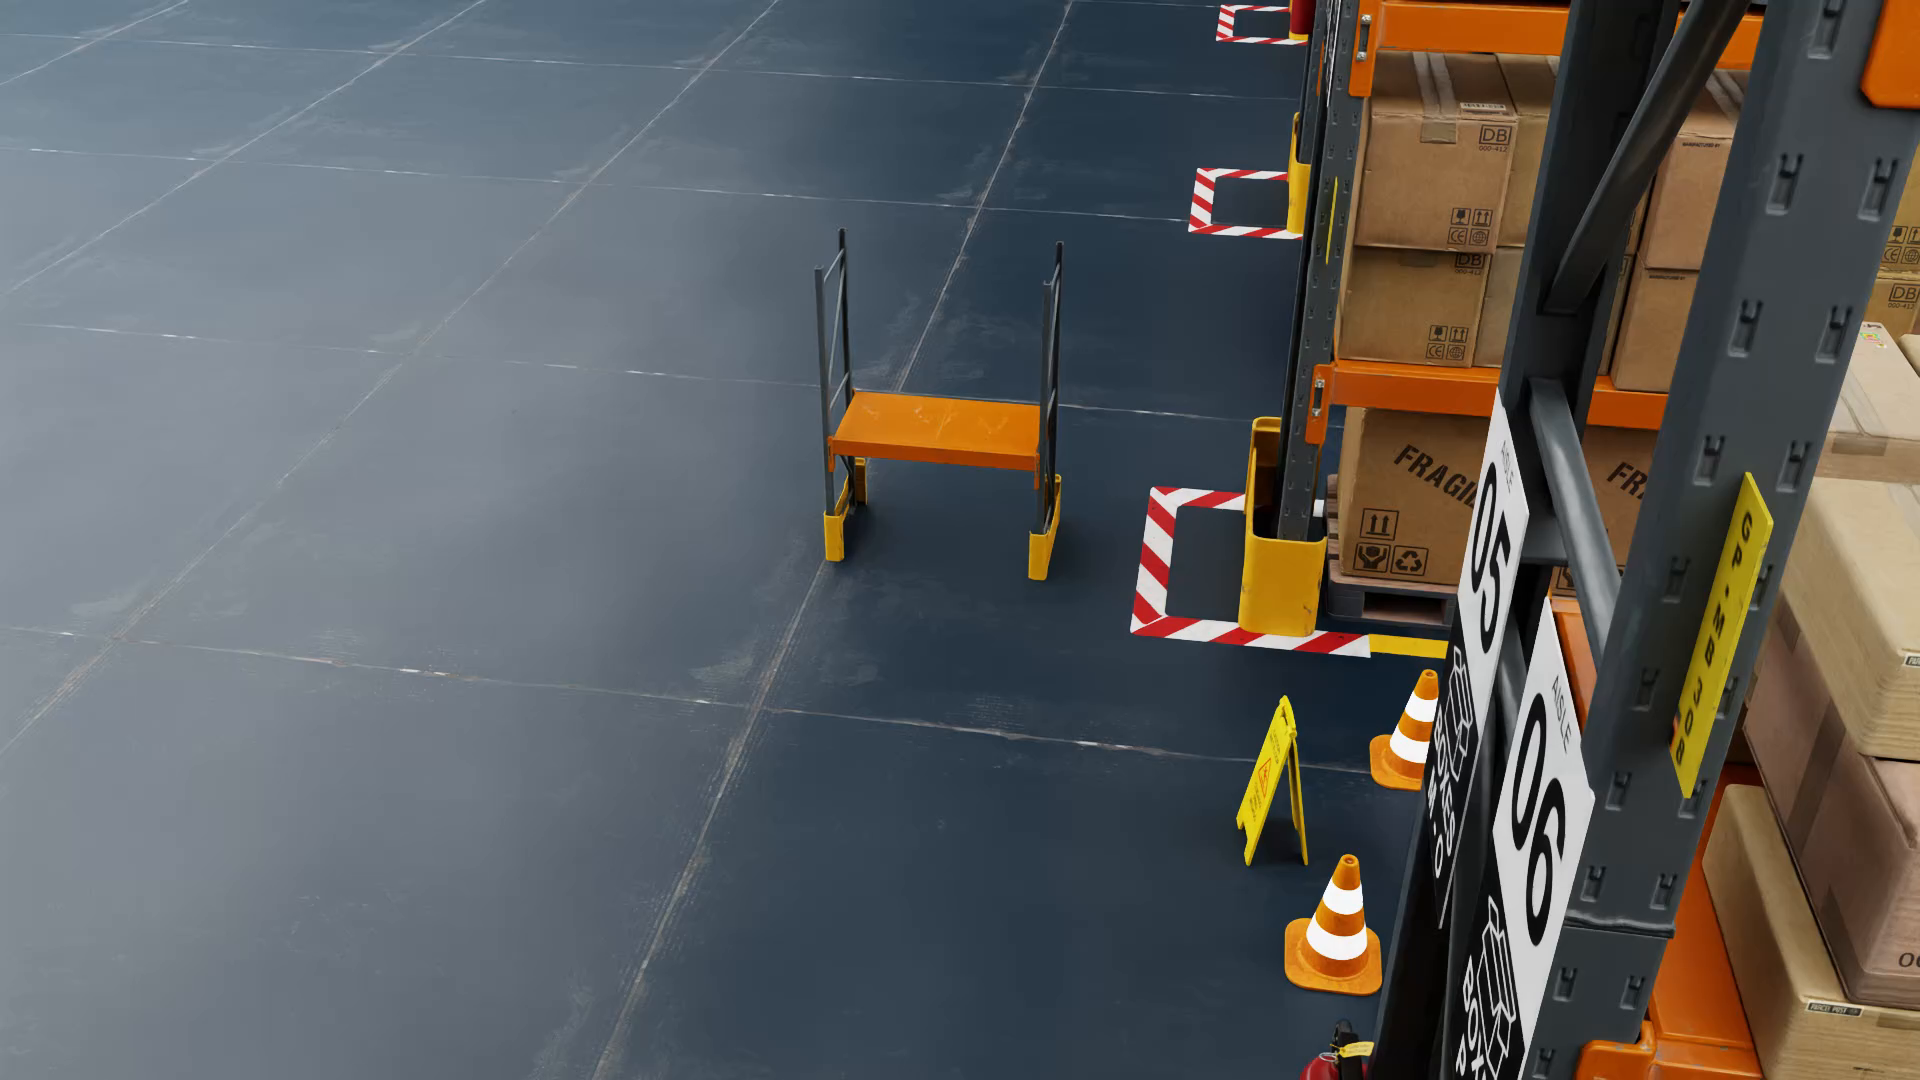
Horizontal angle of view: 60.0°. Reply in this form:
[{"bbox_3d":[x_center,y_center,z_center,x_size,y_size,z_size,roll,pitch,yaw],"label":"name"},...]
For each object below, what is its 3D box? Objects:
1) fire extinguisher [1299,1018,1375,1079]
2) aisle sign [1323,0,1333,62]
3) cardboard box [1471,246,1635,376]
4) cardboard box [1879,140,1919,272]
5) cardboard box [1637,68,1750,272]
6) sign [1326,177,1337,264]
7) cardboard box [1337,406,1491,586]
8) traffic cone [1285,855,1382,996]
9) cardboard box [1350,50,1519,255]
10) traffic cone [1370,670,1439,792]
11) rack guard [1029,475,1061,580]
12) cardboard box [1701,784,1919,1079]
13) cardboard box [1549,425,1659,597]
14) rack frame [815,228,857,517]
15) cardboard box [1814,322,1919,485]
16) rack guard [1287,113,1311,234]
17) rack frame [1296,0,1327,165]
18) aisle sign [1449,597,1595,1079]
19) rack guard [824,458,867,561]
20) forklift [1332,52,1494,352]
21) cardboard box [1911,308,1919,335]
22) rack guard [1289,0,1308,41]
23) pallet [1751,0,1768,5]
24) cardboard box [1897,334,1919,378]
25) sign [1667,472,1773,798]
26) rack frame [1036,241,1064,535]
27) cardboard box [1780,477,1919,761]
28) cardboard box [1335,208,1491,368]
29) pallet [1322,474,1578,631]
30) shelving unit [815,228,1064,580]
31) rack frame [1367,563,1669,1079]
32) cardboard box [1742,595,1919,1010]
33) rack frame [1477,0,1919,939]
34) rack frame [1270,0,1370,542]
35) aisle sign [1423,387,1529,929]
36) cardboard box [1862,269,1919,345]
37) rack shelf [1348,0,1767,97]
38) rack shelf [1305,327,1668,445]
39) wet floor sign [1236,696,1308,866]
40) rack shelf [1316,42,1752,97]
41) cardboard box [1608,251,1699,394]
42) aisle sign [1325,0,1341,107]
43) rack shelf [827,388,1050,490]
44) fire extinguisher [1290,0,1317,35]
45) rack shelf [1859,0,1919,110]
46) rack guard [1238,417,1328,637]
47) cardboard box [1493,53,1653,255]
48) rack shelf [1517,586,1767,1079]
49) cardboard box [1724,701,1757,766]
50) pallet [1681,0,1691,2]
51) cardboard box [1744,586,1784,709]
[{"bbox_3d":[0.791,1.236,3.521,0.183,0.674,0.296,5,32,8],"label":"fire extinguisher"},{"bbox_3d":[1.540,-2.409,6.821,0.004,0.787,0.394,5,32,8],"label":"aisle sign"},{"bbox_3d":[2.479,-1.160,7.134,0.550,0.550,0.875,5,32,8],"label":"cardboard box"},{"bbox_3d":[3.550,-1.510,6.676,0.500,0.550,0.875,5,32,8],"label":"cardboard box"},{"bbox_3d":[3.006,-1.489,6.643,0.550,0.550,0.875,5,32,8],"label":"cardboard box"},{"bbox_3d":[1.460,-1.254,6.536,0.005,0.325,0.100,5,32,8],"label":"sign"},{"bbox_3d":[2.239,-0.395,7.660,0.875,0.875,0.875,5,32,8],"label":"cardboard box"},{"bbox_3d":[1.319,1.283,5.765,0.334,0.463,0.336,5,32,8],"label":"traffic cone"},{"bbox_3d":[1.919,-1.611,6.838,0.550,0.550,0.875,5,32,8],"label":"cardboard box"},{"bbox_3d":[1.844,0.722,6.660,0.334,0.463,0.336,5,32,8],"label":"traffic cone"},{"bbox_3d":[0.416,-0.068,8.124,0.087,0.250,0.587,5,32,8],"label":"rack guard"},{"bbox_3d":[1.099,0.489,2.051,0.250,0.149,0.380,5,32,8],"label":"cardboard box"},{"bbox_3d":[3.107,-0.317,7.537,0.875,0.875,0.875,5,32,7],"label":"cardboard box"},{"bbox_3d":[-0.585,-0.689,7.937,0.032,1.500,0.500,5,32,8],"label":"rack frame"},{"bbox_3d":[1.210,-0.173,2.357,0.250,0.149,0.380,5,32,9],"label":"cardboard box"},{"bbox_3d":[2.569,-2.662,12.032,0.348,0.500,1.175,5,32,8],"label":"rack guard"},{"bbox_3d":[2.494,-3.728,11.379,0.127,3.000,1.000,5,32,8],"label":"rack frame"},{"bbox_3d":[0.713,0.509,2.159,0.004,0.787,0.394,5,32,8],"label":"aisle sign"},{"bbox_3d":[-0.566,-0.157,8.266,0.087,0.250,0.587,5,32,8],"label":"rack guard"},{"bbox_3d":[3.721,-2.467,9.429,3.031,2.935,1.130,-11,34,-16],"label":"forklift"},{"bbox_3d":[4.079,-1.024,6.917,0.550,0.550,0.875,5,32,8],"label":"cardboard box"},{"bbox_3d":[3.410,-5.277,16.210,0.348,0.500,1.175,5,32,8],"label":"rack guard"},{"bbox_3d":[3.499,-2.209,6.208,1.213,0.211,1.003,5,32,8],"label":"pallet"},{"bbox_3d":[1.457,-0.130,2.288,0.250,0.149,0.380,6,32,9],"label":"cardboard box"},{"bbox_3d":[0.735,0.096,1.618,0.005,0.325,0.100,5,32,8],"label":"sign"},{"bbox_3d":[0.417,-0.598,7.792,0.032,1.500,0.500,5,32,8],"label":"rack frame"},{"bbox_3d":[1.143,0.090,1.937,0.250,0.149,0.380,5,32,8],"label":"cardboard box"},{"bbox_3d":[1.933,-1.198,7.195,0.550,0.550,0.875,5,32,8],"label":"cardboard box"},{"bbox_3d":[2.361,0.069,7.941,1.213,0.211,1.003,5,32,8],"label":"pallet"},{"bbox_3d":[-0.075,-0.643,7.863,1.083,1.500,0.587,5,32,8],"label":"shelving unit"},{"bbox_3d":[0.827,1.455,3.099,0.127,3.000,1.000,5,32,8],"label":"rack frame"},{"bbox_3d":[1.277,0.305,1.970,0.500,0.250,0.500,5,32,7],"label":"cardboard box"},{"bbox_3d":[0.827,-1.088,1.507,0.127,3.000,1.000,5,32,8],"label":"rack frame"},{"bbox_3d":[1.560,-1.143,7.250,0.127,3.000,1.000,5,32,8],"label":"rack frame"},{"bbox_3d":[0.814,0.195,2.661,0.004,0.787,0.394,5,32,8],"label":"aisle sign"},{"bbox_3d":[3.539,-1.019,6.909,0.500,0.550,0.875,5,32,8],"label":"cardboard box"},{"bbox_3d":[3.531,-1.931,6.359,4.000,0.370,1.077,5,32,8],"label":"rack shelf"},{"bbox_3d":[3.531,-0.660,7.155,4.000,0.370,1.077,5,32,8],"label":"rack shelf"},{"bbox_3d":[1.198,0.888,6.224,0.232,0.644,0.267,0,32,0],"label":"wet floor sign"},{"bbox_3d":[4.465,-3.245,11.285,4.000,0.370,1.077,5,32,8],"label":"rack shelf"},{"bbox_3d":[3.010,-1.044,6.950,0.550,0.550,0.875,5,32,8],"label":"cardboard box"},{"bbox_3d":[1.439,-2.095,6.319,0.004,0.787,0.394,5,32,8],"label":"aisle sign"},{"bbox_3d":[-0.084,-0.491,7.960,1.000,0.185,0.538,5,32,8],"label":"rack shelf"},{"bbox_3d":[2.458,-3.947,11.801,0.183,0.674,0.296,5,32,8],"label":"fire extinguisher"},{"bbox_3d":[2.798,-0.604,1.414,4.000,0.370,1.077,5,32,8],"label":"rack shelf"},{"bbox_3d":[1.536,-0.086,7.916,0.348,0.500,1.175,5,32,8],"label":"rack guard"},{"bbox_3d":[2.477,-1.610,6.837,0.550,0.550,0.875,5,32,8],"label":"cardboard box"},{"bbox_3d":[2.798,0.667,2.209,4.000,0.370,1.077,5,32,8],"label":"rack shelf"},{"bbox_3d":[1.225,0.175,2.553,0.250,0.149,0.380,5,32,8],"label":"cardboard box"},{"bbox_3d":[2.293,-2.317,6.380,1.213,0.211,1.003,5,32,8],"label":"pallet"},{"bbox_3d":[1.376,0.025,2.416,0.500,0.250,0.500,5,32,8],"label":"cardboard box"}]
